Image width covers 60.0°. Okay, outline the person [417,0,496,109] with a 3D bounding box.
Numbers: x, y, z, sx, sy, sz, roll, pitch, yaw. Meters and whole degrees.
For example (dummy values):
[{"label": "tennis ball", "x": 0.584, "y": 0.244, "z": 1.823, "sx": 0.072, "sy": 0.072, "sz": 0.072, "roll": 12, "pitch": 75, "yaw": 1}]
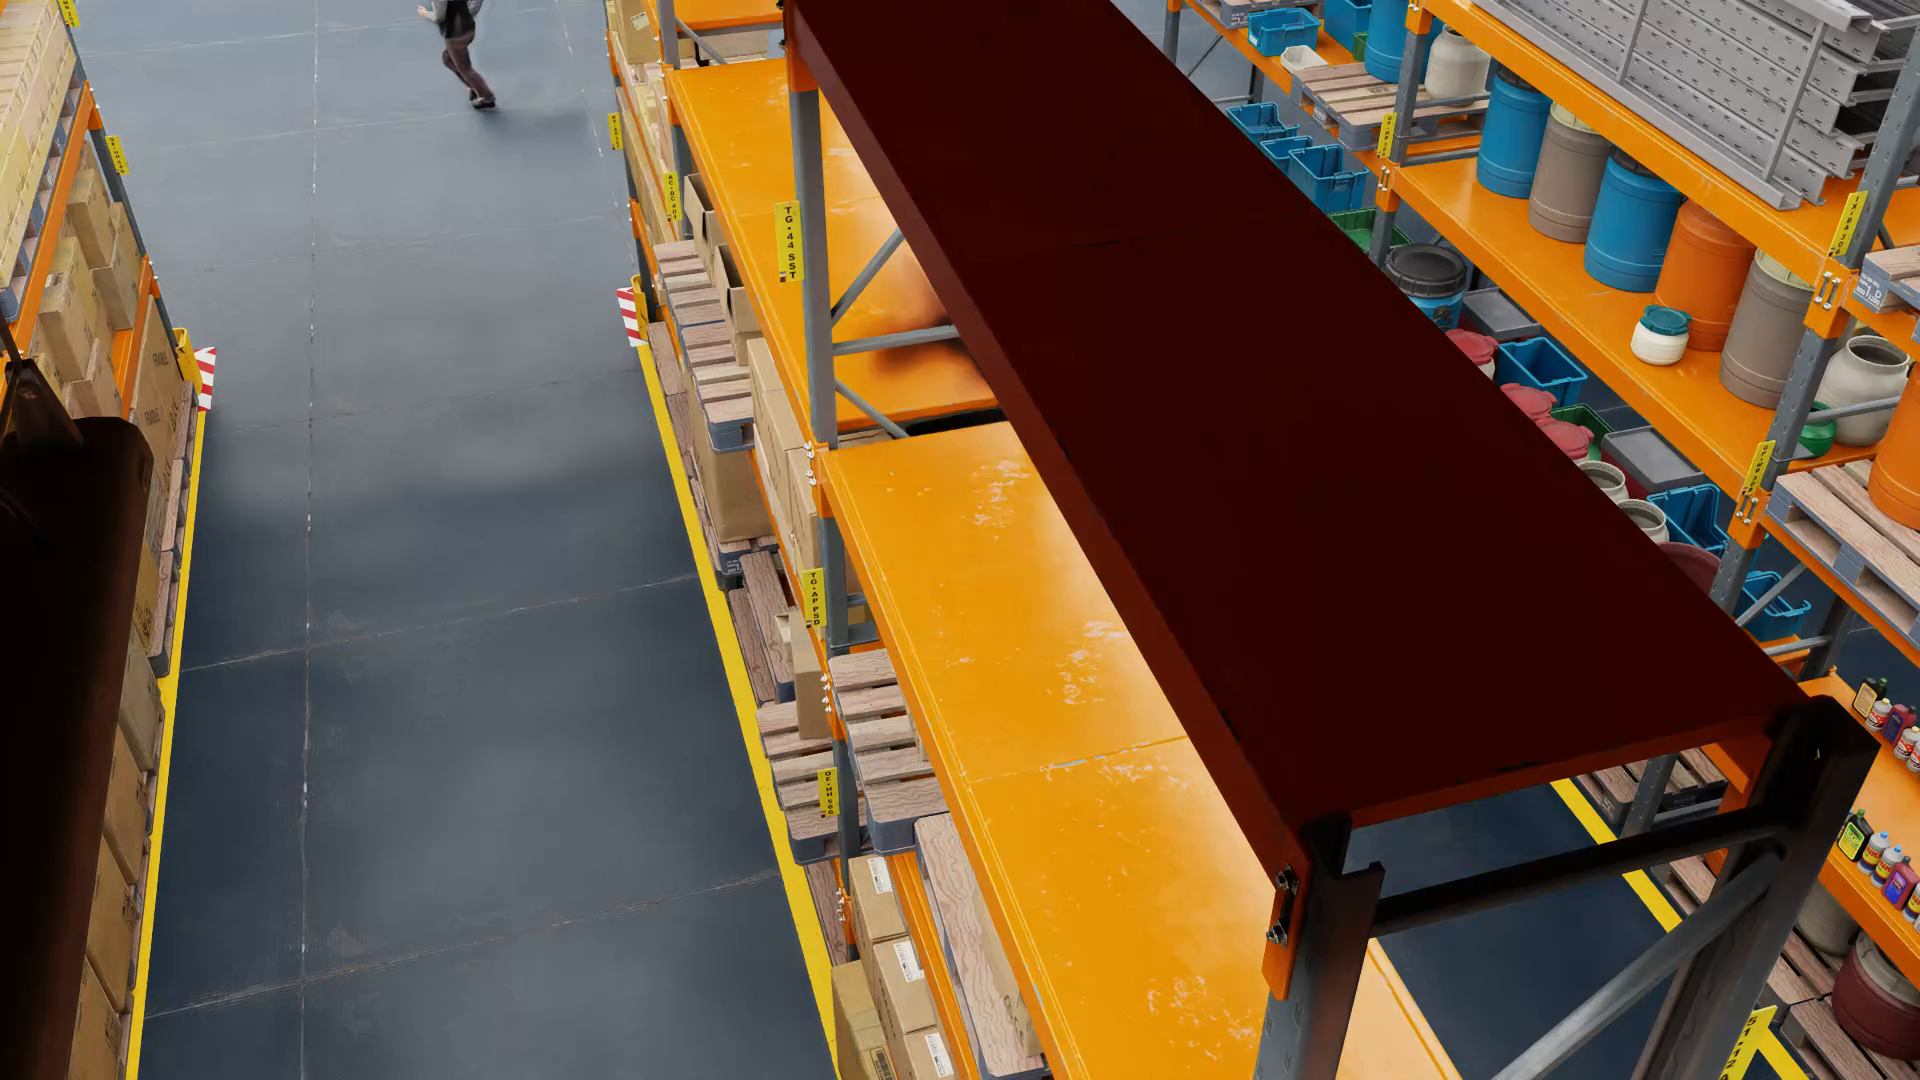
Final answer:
[{"label": "person", "x": -5.641, "y": -5.618, "z": 18.559, "sx": 0.704, "sy": 1.735, "sz": 0.631, "roll": 9, "pitch": 39, "yaw": 11}]
